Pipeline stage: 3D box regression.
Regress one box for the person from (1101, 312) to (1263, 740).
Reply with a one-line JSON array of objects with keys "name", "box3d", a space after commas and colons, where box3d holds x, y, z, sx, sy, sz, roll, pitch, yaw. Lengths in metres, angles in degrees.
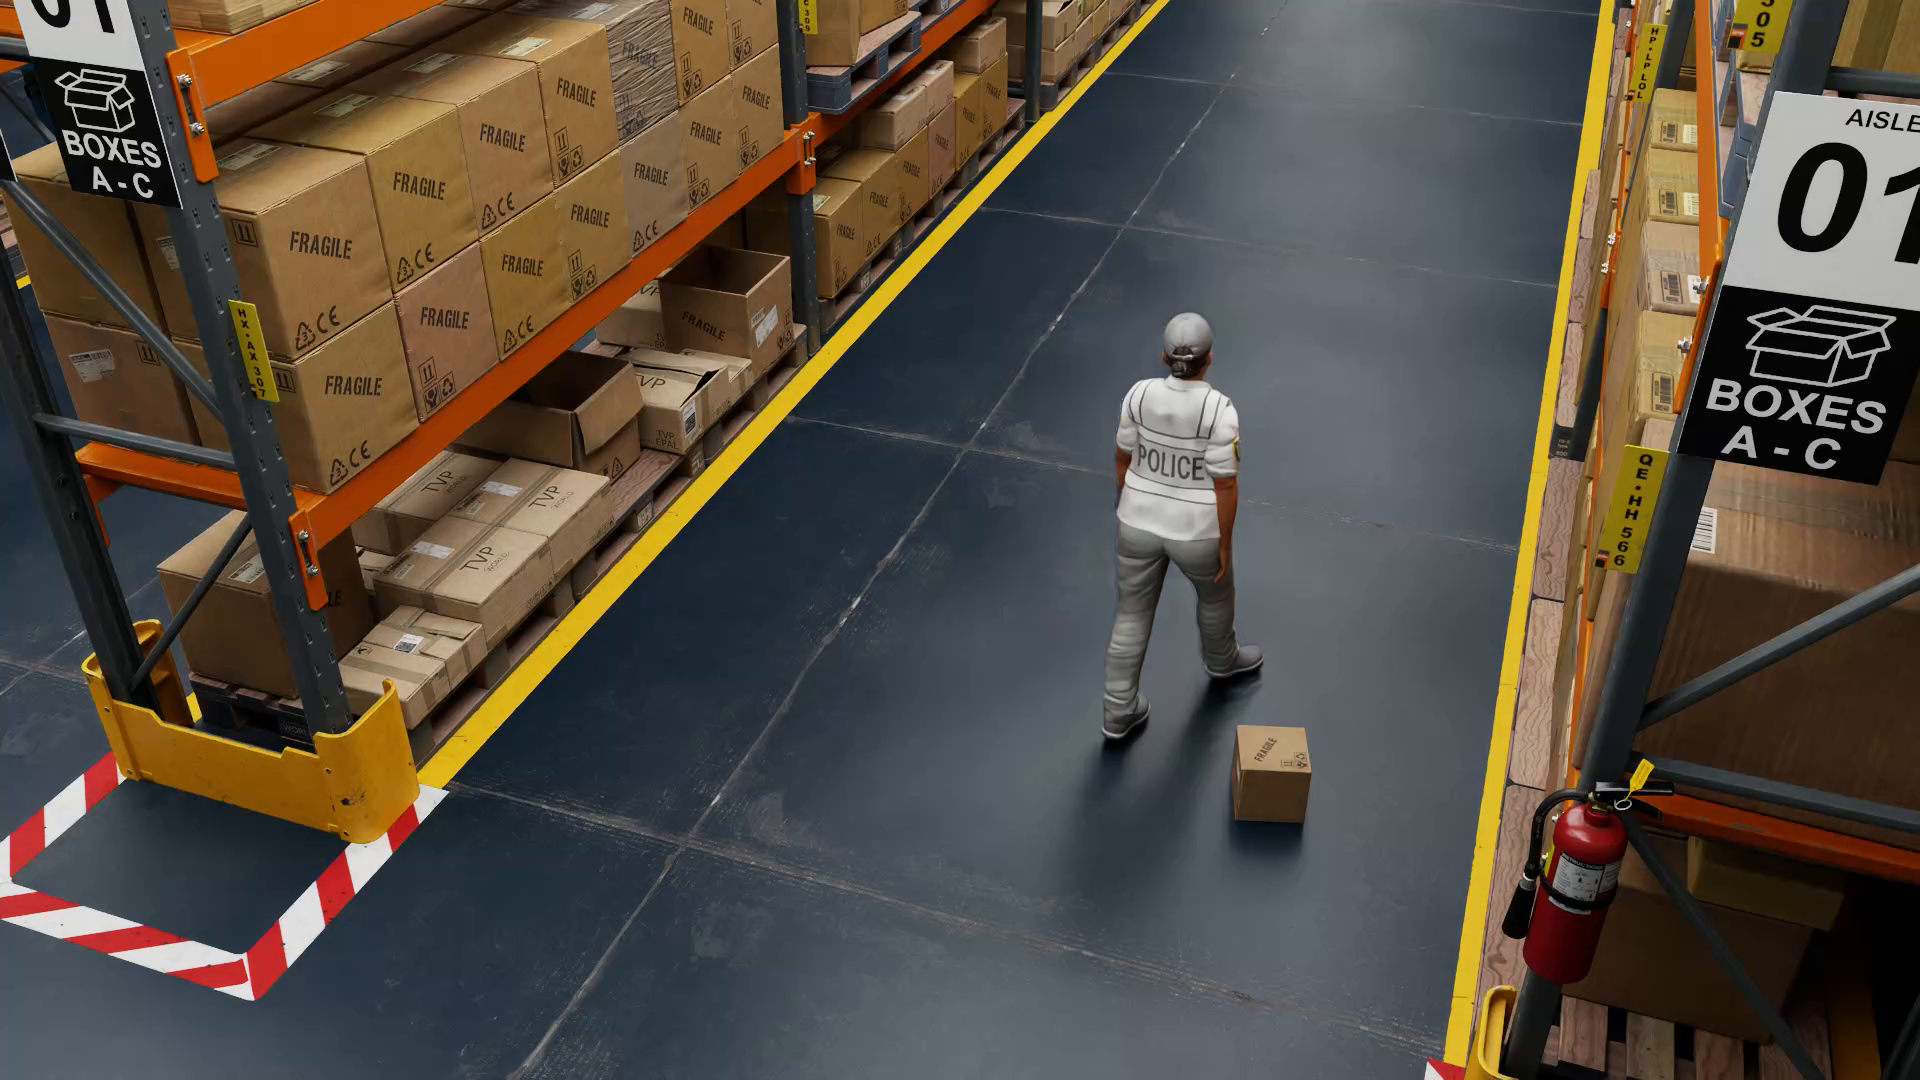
[{"name": "person", "box3d": [0.837, -0.061, 6.221, 0.572, 1.639, 0.822, 14, 36, 20]}]
